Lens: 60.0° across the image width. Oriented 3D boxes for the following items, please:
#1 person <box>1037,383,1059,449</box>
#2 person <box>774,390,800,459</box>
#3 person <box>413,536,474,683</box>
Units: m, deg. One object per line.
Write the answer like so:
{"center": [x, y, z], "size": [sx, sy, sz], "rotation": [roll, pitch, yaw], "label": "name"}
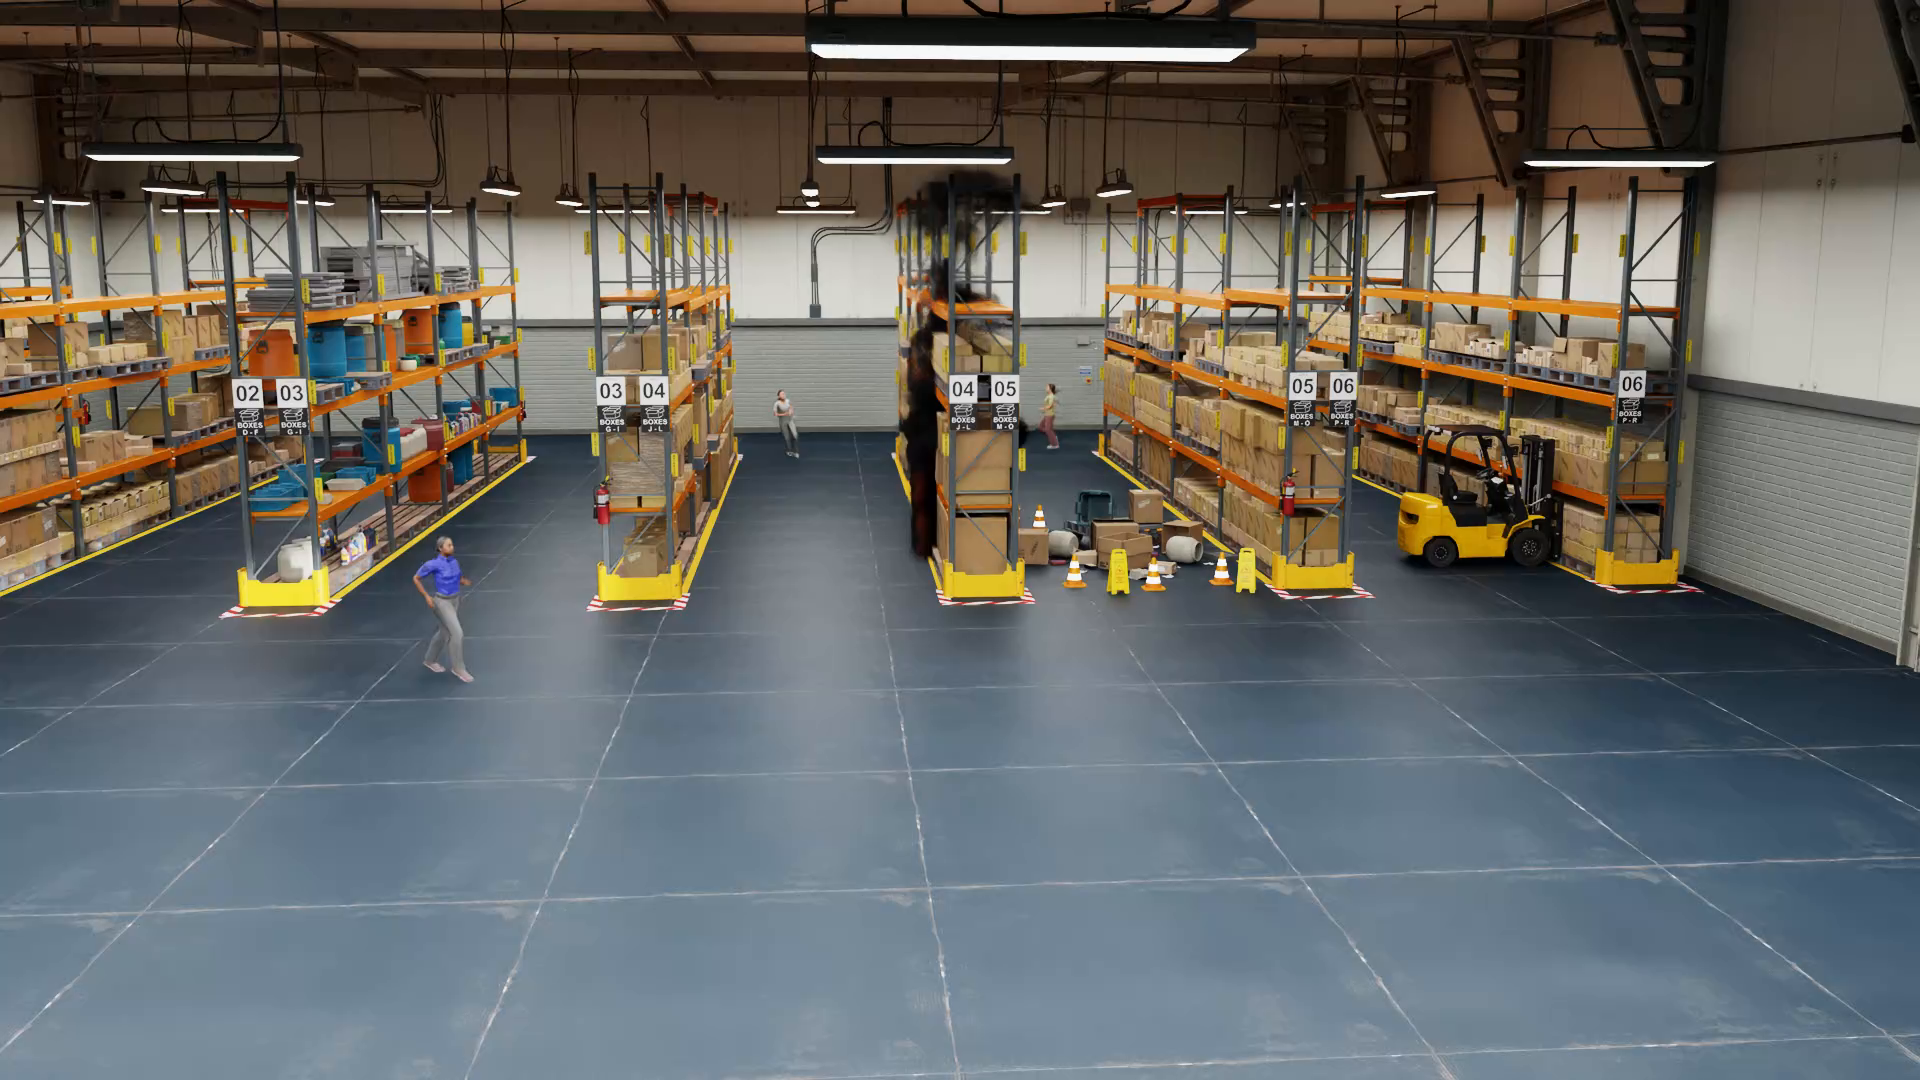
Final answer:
{"center": [2.199, -3.096, 41.475], "size": [0.559, 1.630, 0.565], "rotation": [0, 10, -2], "label": "person"}
{"center": [-4.186, -2.760, 39.715], "size": [0.628, 1.689, 0.666], "rotation": [-5, 11, -26], "label": "person"}
{"center": [-5.991, 0.795, 19.398], "size": [0.727, 1.708, 0.563], "rotation": [3, 10, 15], "label": "person"}
